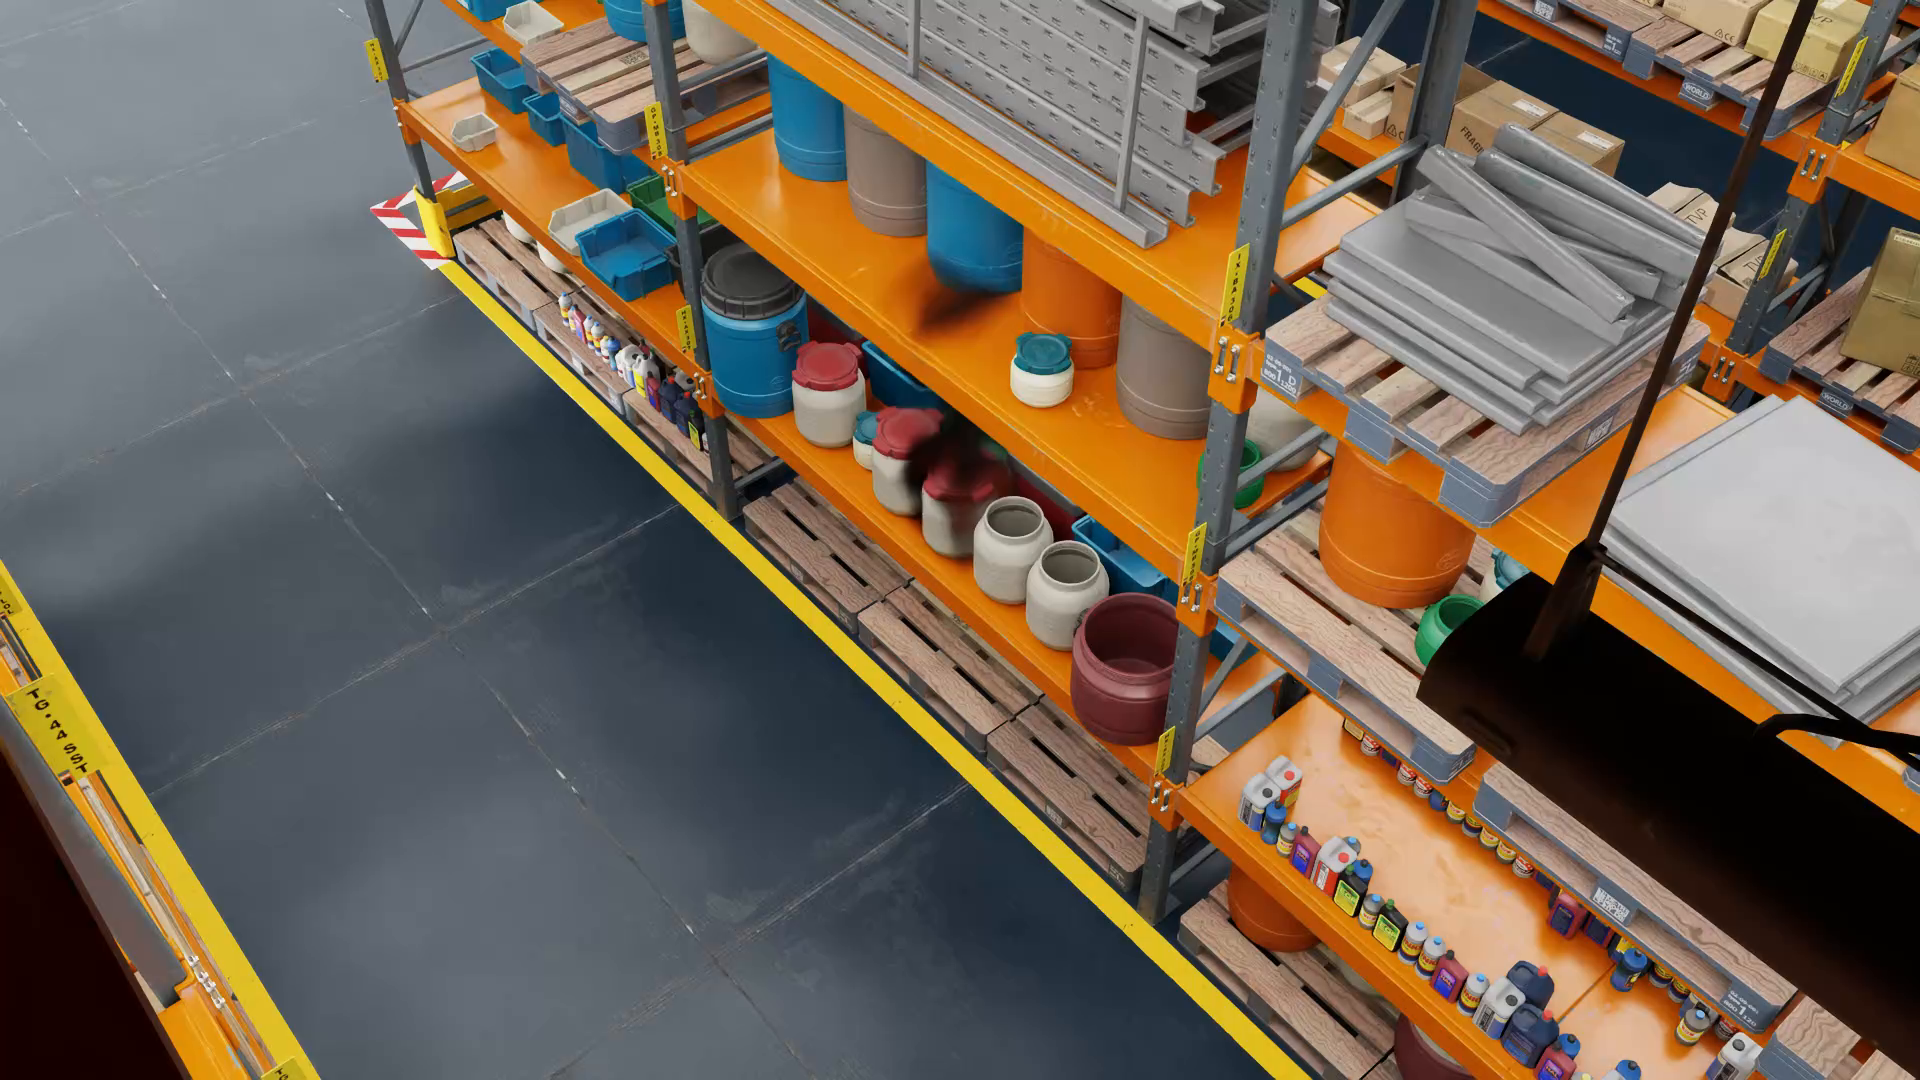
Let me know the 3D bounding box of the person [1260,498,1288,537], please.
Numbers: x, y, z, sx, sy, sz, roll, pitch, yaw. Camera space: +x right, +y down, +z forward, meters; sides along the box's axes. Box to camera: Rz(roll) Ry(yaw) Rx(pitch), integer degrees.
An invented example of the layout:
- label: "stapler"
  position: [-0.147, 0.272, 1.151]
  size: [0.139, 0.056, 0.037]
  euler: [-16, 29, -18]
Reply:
- label: "person"
  position: [1.724, -0.452, 9.878]
  size: [0.562, 1.755, 0.801]
  euler: [-26, 52, -23]
